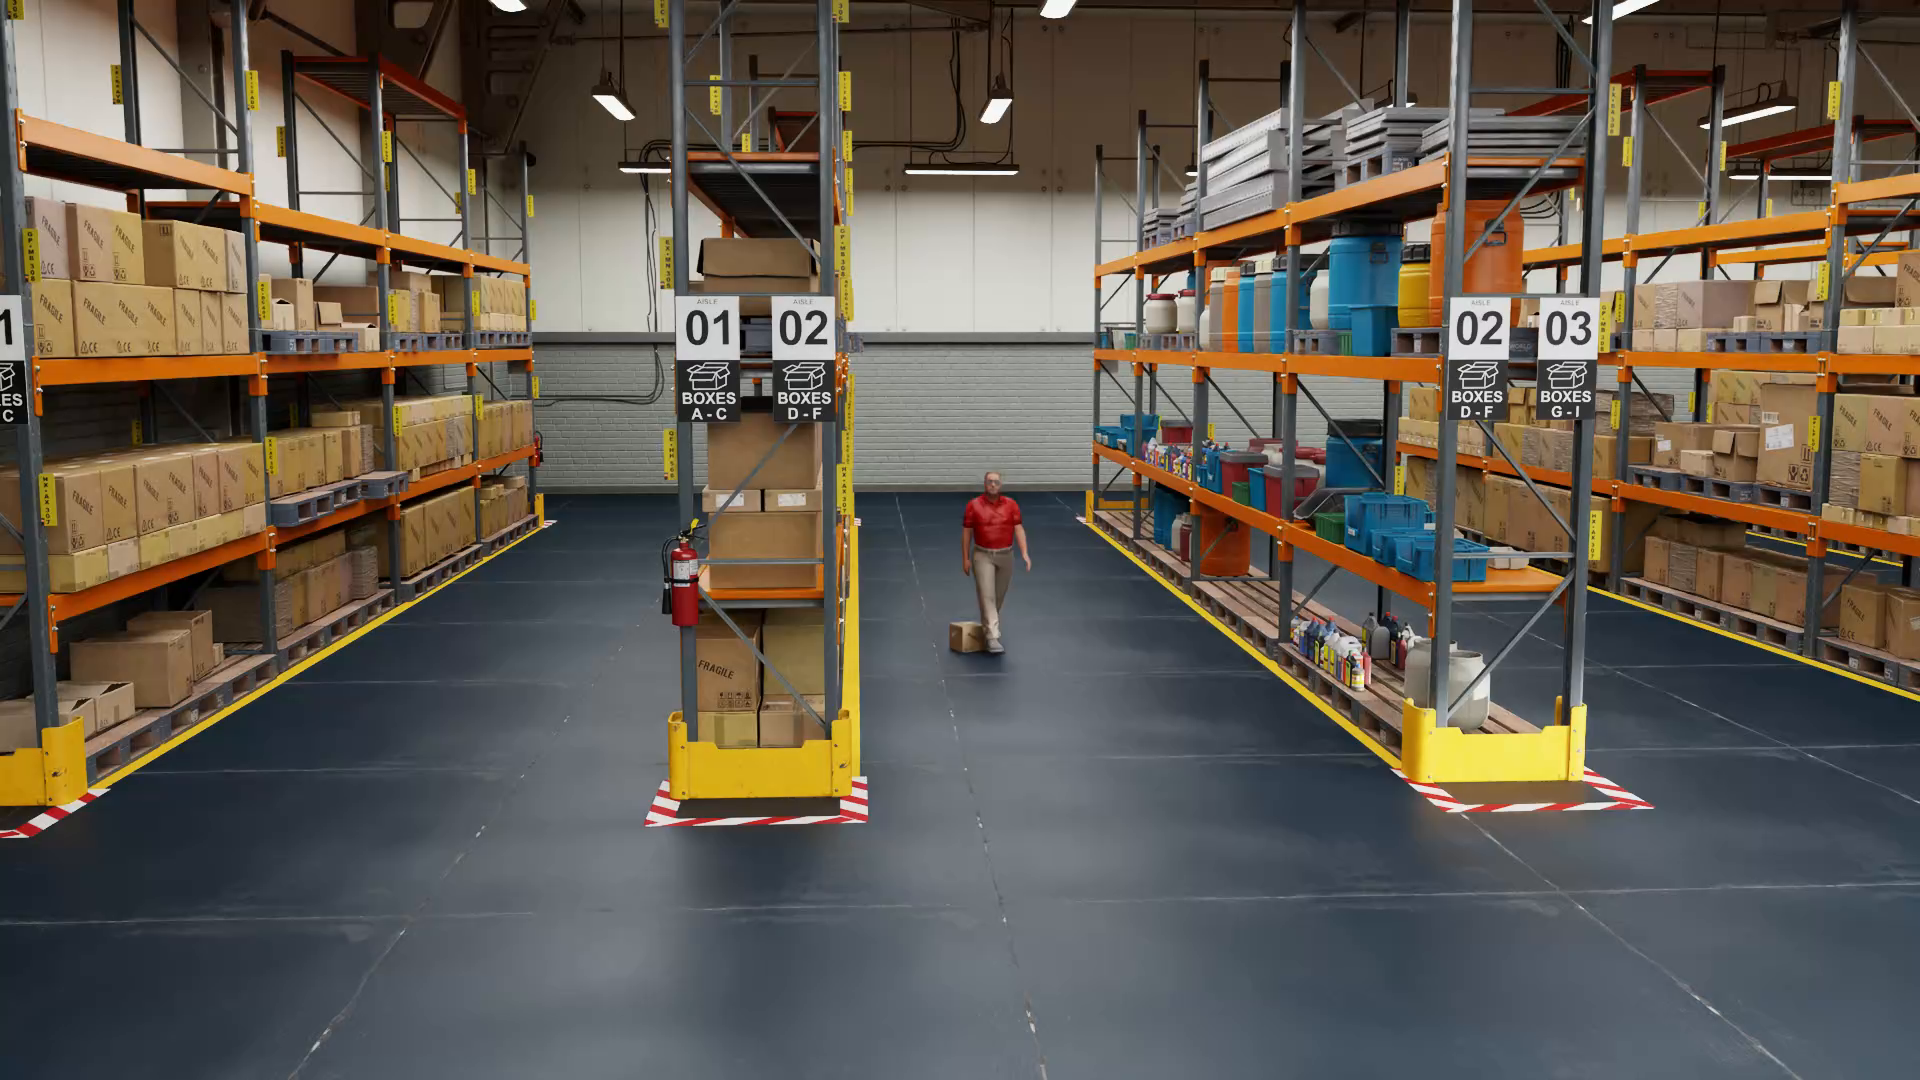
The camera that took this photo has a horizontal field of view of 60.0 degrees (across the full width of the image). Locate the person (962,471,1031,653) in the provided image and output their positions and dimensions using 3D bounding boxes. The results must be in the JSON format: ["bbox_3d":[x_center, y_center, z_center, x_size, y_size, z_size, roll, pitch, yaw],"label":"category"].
[{"bbox_3d":[0.337,0.174,15.789,0.563,1.665,1.067,-2,7,-18],"label":"person"}]
